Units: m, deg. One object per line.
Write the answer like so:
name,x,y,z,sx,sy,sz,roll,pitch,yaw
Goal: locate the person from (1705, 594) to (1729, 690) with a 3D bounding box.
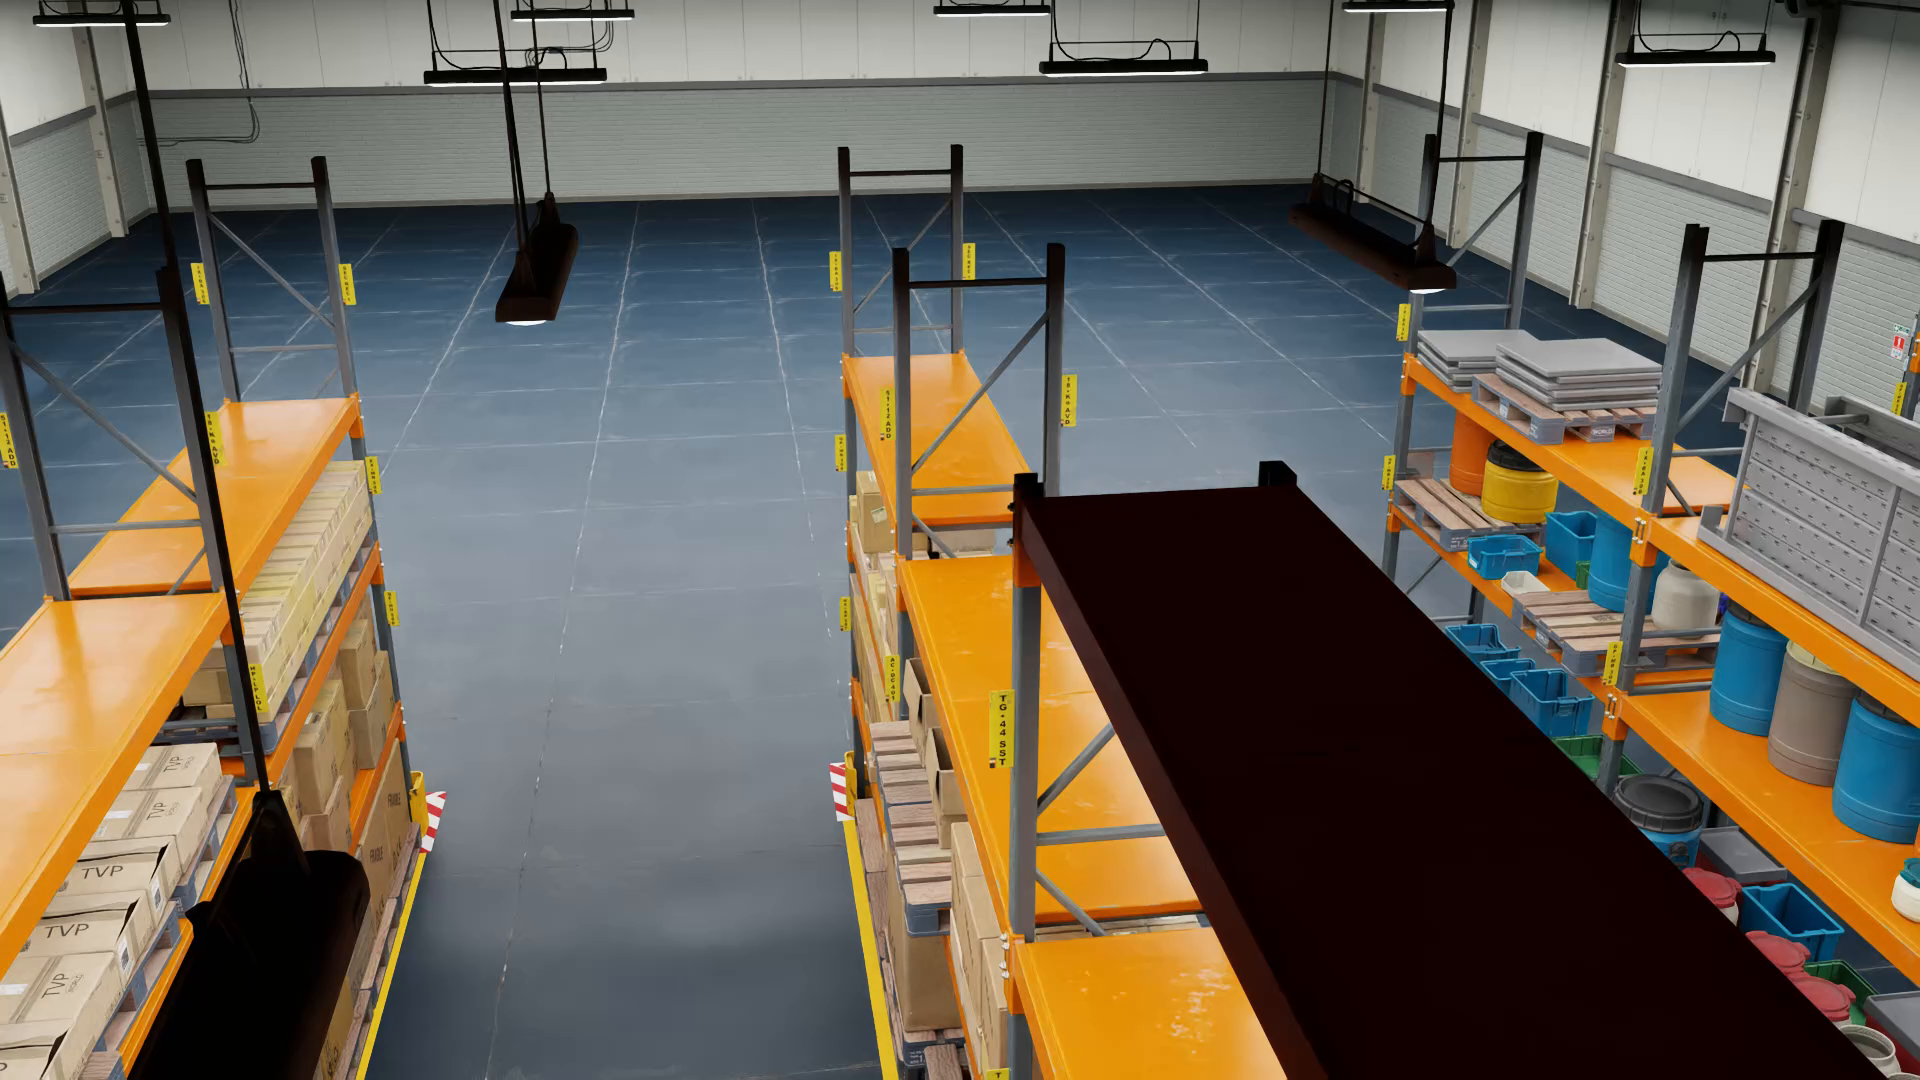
person,7.863,0.923,17.101,0.471,1.667,0.688,-4,22,-9
